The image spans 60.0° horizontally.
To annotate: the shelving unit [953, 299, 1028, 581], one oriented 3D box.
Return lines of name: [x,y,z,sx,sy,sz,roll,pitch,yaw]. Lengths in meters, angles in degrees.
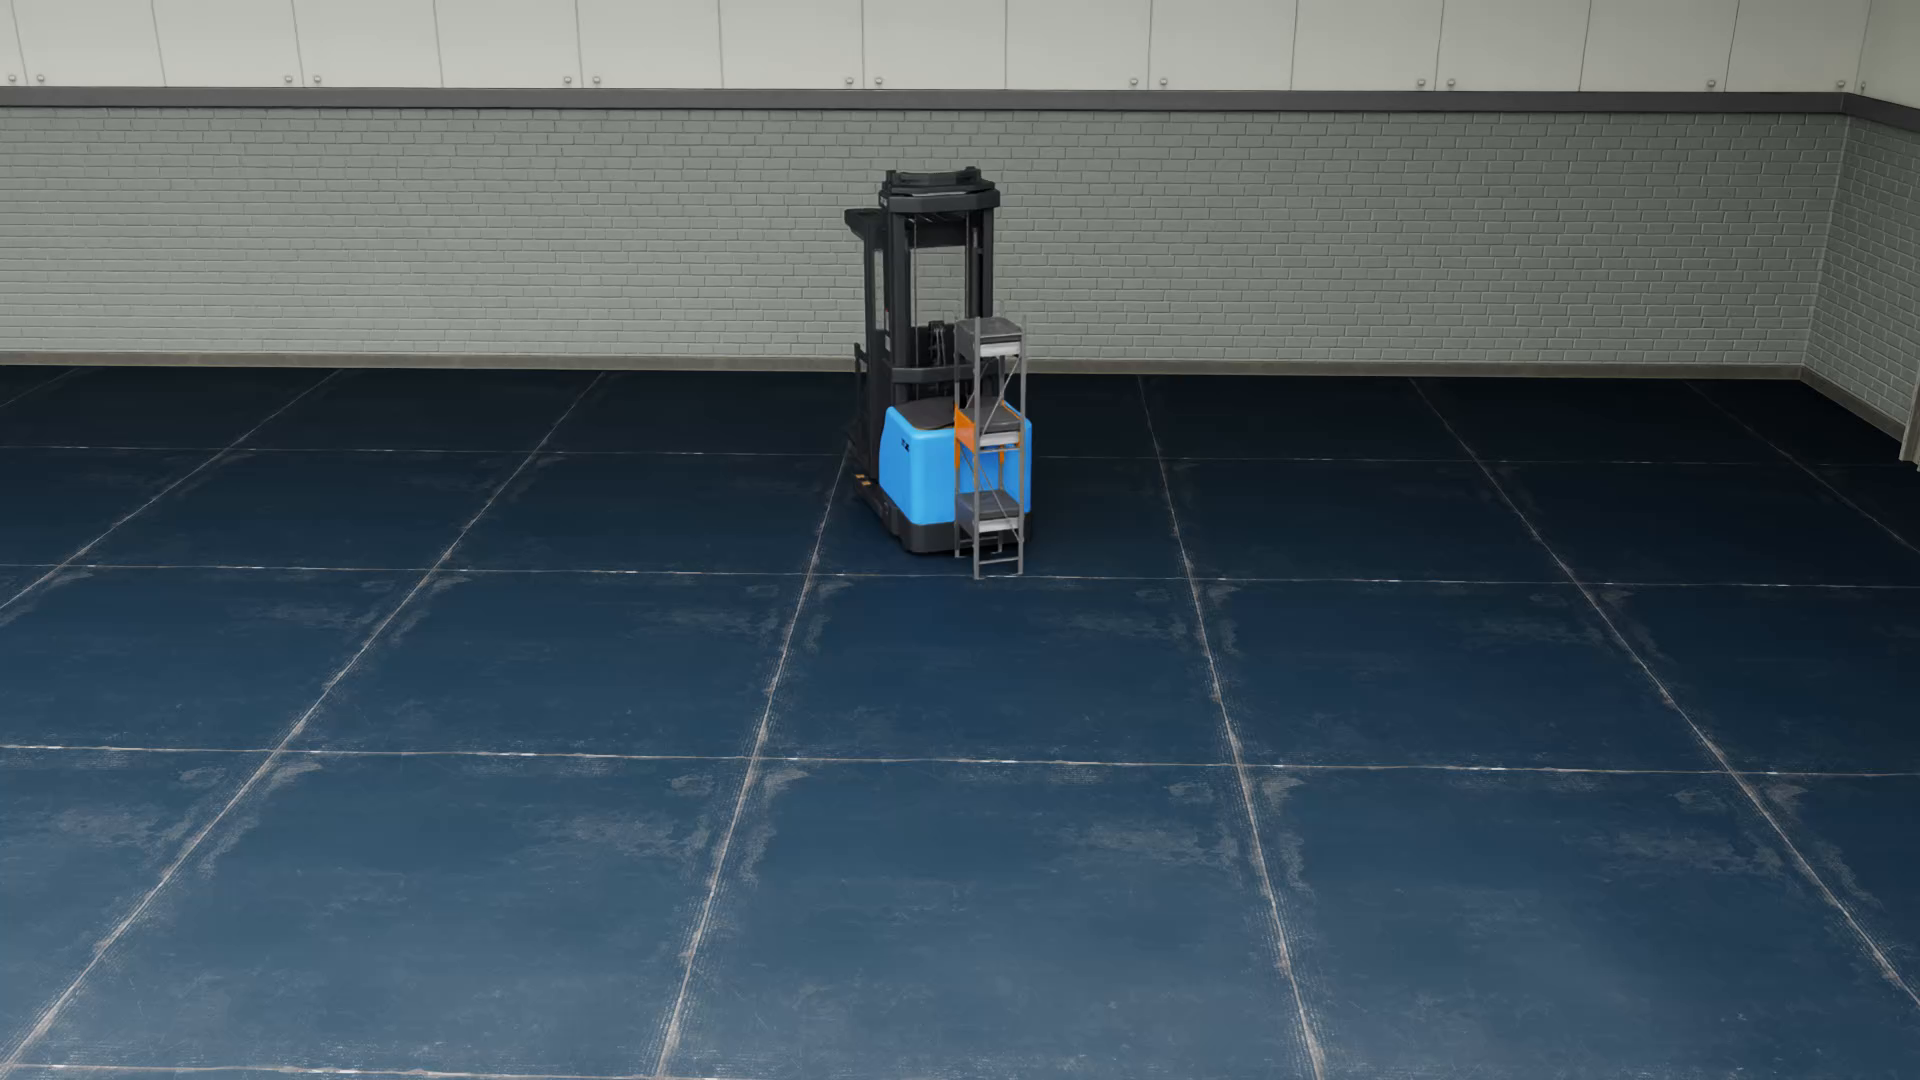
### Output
shelving unit: [0.228,-0.767,12.896,0.431,2.100,0.503,-7,22,-17]

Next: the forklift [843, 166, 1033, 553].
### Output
forklift: [-0.339,-1.763,14.314,1.130,2.935,3.031,-7,22,-17]

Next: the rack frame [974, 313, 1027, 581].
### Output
rack frame: [0.303,-0.683,12.680,0.400,2.100,0.015,-7,22,-17]

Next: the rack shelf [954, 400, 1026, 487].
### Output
rack shelf: [0.228,-0.754,12.901,0.431,0.518,0.480,-7,22,-17]

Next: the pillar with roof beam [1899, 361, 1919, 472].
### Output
pillar with roof beam: [4.773,-4.945,14.127,9.100,9.000,0.400,1,21,2]

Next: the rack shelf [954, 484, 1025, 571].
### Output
rack shelf: [0.228,-0.102,13.154,0.431,0.518,0.480,-7,22,-17]

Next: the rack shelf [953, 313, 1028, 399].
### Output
rack shelf: [0.228,-1.407,12.648,0.431,0.518,0.480,-7,22,-17]

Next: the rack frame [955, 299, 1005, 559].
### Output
rack frame: [0.152,-0.851,13.112,0.400,2.100,0.015,-7,22,-17]
